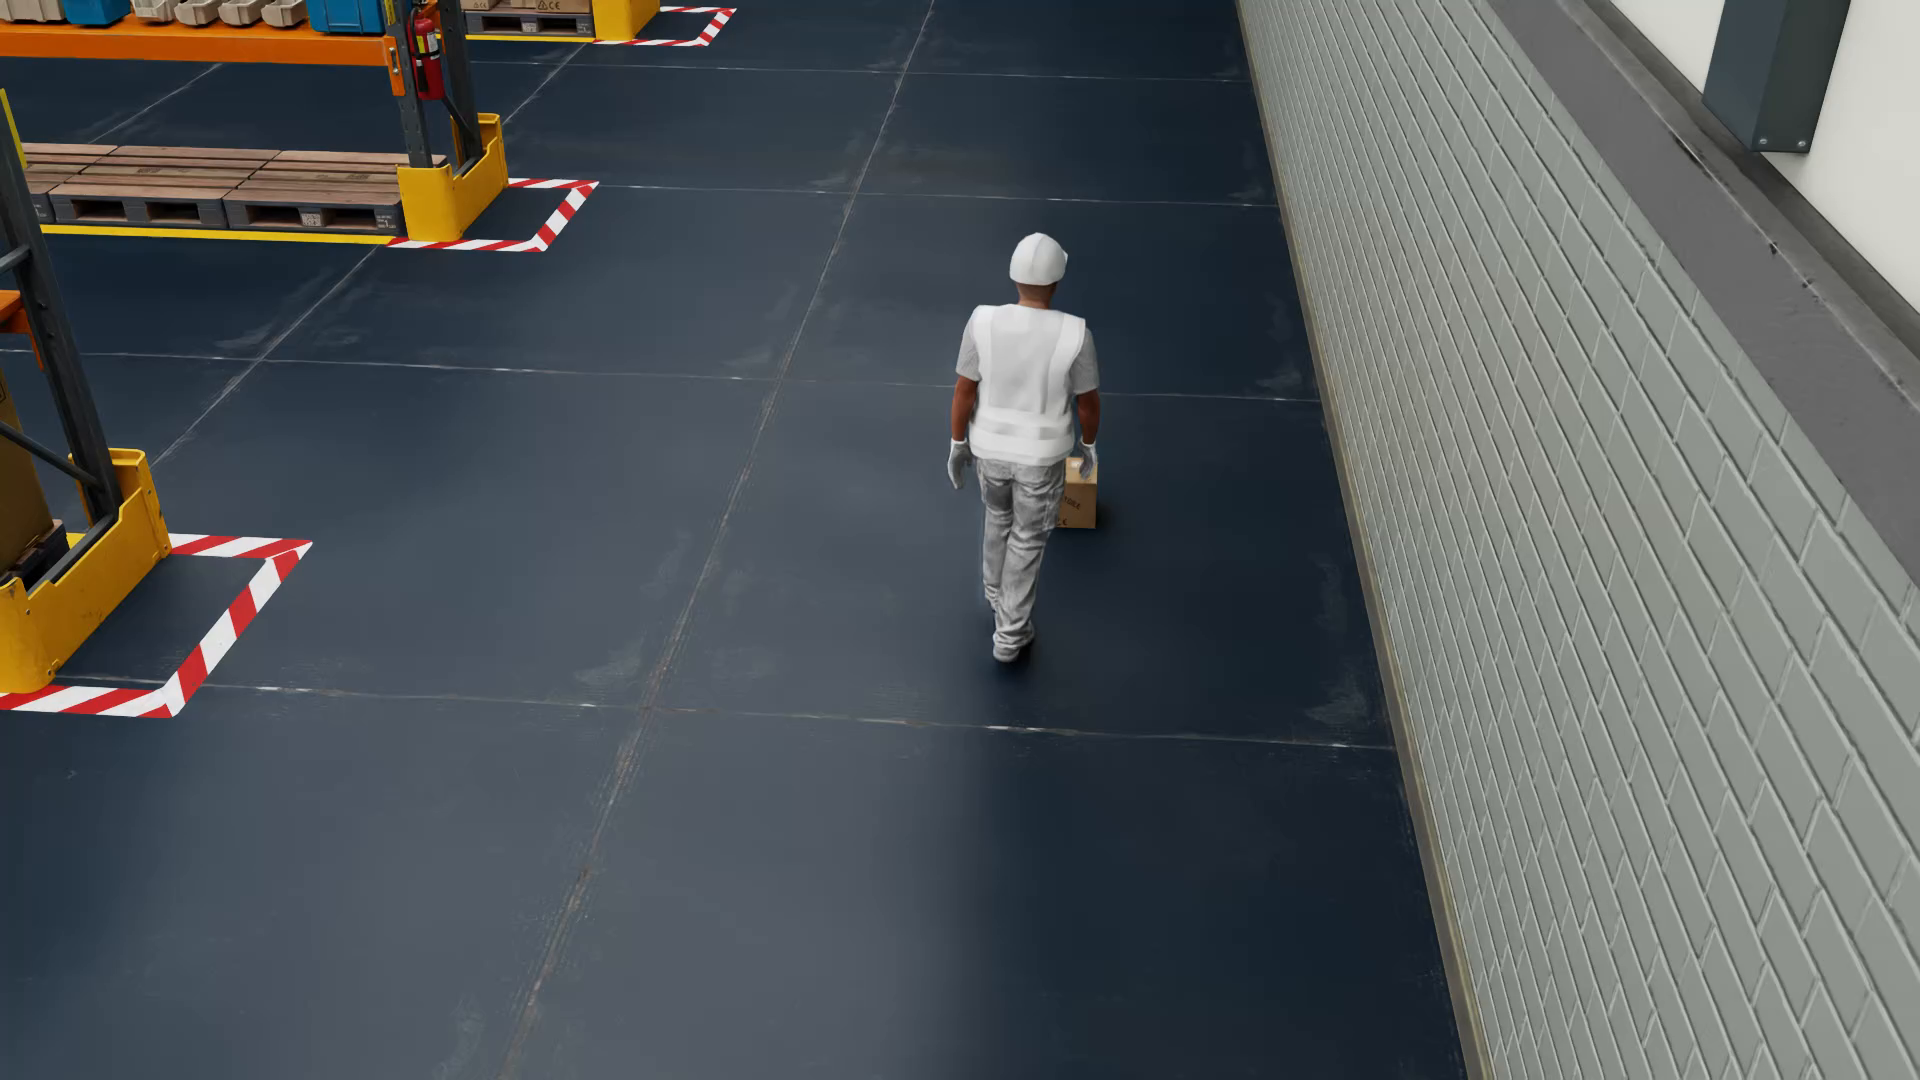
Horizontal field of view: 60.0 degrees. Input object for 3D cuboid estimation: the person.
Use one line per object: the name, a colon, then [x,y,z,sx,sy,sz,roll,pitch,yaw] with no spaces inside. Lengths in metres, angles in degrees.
person: [0.289,-0.391,6.749,0.564,1.808,0.686,10,33,16]
